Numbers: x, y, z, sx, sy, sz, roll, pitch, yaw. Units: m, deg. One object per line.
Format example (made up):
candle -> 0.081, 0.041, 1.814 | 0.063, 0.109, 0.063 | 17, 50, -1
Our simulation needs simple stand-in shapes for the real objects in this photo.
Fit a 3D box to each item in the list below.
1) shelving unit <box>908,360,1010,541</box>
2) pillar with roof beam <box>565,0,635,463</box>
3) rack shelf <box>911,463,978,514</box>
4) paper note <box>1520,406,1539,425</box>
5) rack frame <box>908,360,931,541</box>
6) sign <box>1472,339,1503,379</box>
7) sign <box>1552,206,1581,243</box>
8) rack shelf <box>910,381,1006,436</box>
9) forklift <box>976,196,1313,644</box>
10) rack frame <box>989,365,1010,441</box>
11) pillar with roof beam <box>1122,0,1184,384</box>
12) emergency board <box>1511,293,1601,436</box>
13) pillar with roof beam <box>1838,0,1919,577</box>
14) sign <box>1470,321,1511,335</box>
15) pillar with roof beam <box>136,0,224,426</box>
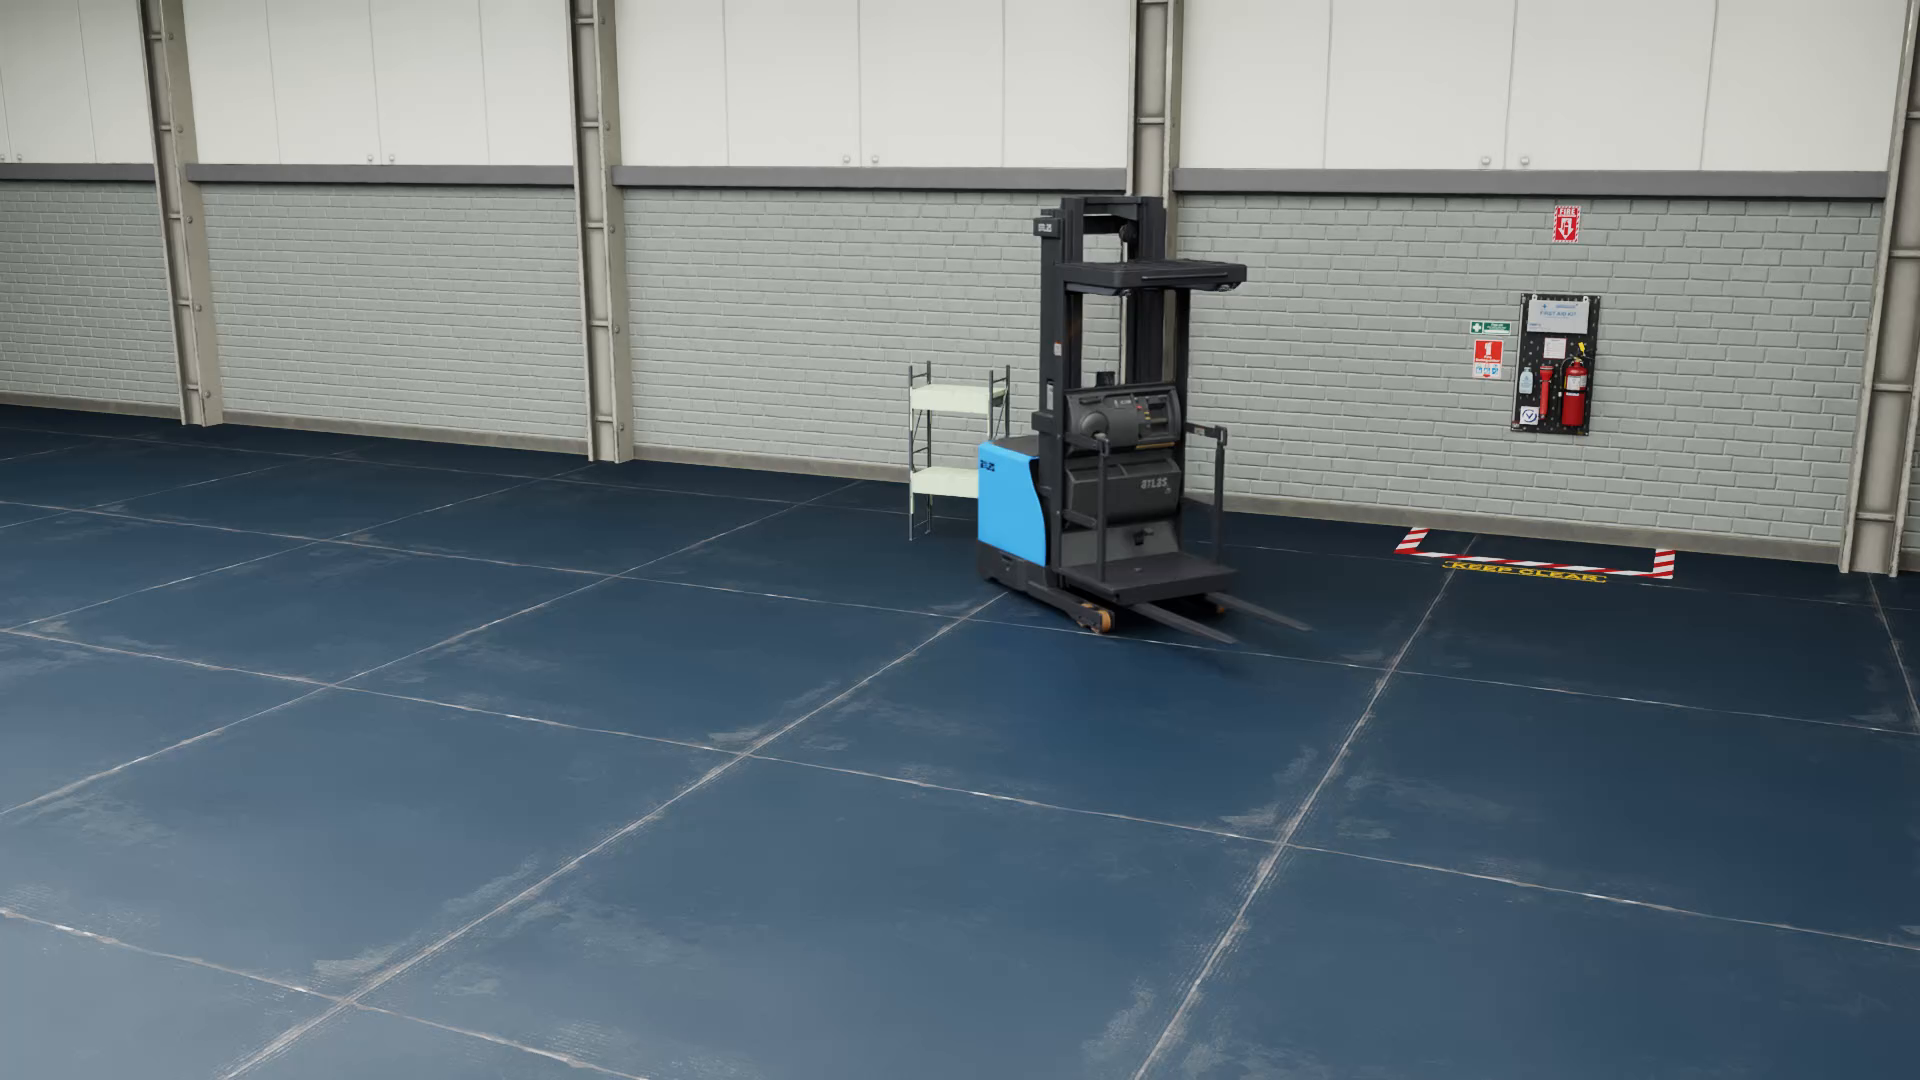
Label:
shelving unit -> -0.006, -0.731, 14.086 | 0.755, 1.500, 0.431 | 6, 14, 23
pillar with roof beam -> -5.502, -4.350, 13.096 | 0.400, 9.000, 9.100 | 6, 14, 23
rack shelf -> -0.006, -0.413, 14.161 | 0.720, 0.370, 0.431 | 6, 14, 23
paper note -> 4.835, -1.057, 14.122 | 0.142, 0.148, 0.016 | 6, 14, 23
rack frame -> -0.341, -0.765, 14.230 | 0.023, 1.500, 0.400 | 6, 14, 23
sign -> 4.506, -1.545, 14.196 | 0.234, 0.329, 0.001 | 6, 14, 23
sign -> 5.002, -2.605, 13.717 | 0.199, 0.298, 0.001 | 6, 14, 23
rack shelf -> -0.006, -1.111, 13.997 | 0.720, 0.370, 0.431 | 6, 14, 23
forklift -> 1.275, -0.897, 11.661 | 1.130, 2.935, 3.031 | -7, 15, -28
rack frame -> 0.329, -0.697, 13.942 | 0.023, 1.500, 0.400 | 6, 14, 23
pillar with roof beam -> -0.016, -3.795, 10.730 | 0.400, 9.000, 9.100 | 6, 14, 23
emergency board -> 4.969, -1.455, 13.890 | 0.643, 1.169, 0.194 | 6, 14, 23
pillar with roof beam -> 5.470, -3.240, 8.364 | 0.400, 9.000, 9.100 | 6, 14, 23
sign -> 4.506, -1.801, 14.126 | 0.331, 0.109, 0.001 | 6, 14, 23
pillar with roof beam -> -10.988, -4.906, 15.462 | 0.400, 9.000, 9.100 | 6, 14, 23
